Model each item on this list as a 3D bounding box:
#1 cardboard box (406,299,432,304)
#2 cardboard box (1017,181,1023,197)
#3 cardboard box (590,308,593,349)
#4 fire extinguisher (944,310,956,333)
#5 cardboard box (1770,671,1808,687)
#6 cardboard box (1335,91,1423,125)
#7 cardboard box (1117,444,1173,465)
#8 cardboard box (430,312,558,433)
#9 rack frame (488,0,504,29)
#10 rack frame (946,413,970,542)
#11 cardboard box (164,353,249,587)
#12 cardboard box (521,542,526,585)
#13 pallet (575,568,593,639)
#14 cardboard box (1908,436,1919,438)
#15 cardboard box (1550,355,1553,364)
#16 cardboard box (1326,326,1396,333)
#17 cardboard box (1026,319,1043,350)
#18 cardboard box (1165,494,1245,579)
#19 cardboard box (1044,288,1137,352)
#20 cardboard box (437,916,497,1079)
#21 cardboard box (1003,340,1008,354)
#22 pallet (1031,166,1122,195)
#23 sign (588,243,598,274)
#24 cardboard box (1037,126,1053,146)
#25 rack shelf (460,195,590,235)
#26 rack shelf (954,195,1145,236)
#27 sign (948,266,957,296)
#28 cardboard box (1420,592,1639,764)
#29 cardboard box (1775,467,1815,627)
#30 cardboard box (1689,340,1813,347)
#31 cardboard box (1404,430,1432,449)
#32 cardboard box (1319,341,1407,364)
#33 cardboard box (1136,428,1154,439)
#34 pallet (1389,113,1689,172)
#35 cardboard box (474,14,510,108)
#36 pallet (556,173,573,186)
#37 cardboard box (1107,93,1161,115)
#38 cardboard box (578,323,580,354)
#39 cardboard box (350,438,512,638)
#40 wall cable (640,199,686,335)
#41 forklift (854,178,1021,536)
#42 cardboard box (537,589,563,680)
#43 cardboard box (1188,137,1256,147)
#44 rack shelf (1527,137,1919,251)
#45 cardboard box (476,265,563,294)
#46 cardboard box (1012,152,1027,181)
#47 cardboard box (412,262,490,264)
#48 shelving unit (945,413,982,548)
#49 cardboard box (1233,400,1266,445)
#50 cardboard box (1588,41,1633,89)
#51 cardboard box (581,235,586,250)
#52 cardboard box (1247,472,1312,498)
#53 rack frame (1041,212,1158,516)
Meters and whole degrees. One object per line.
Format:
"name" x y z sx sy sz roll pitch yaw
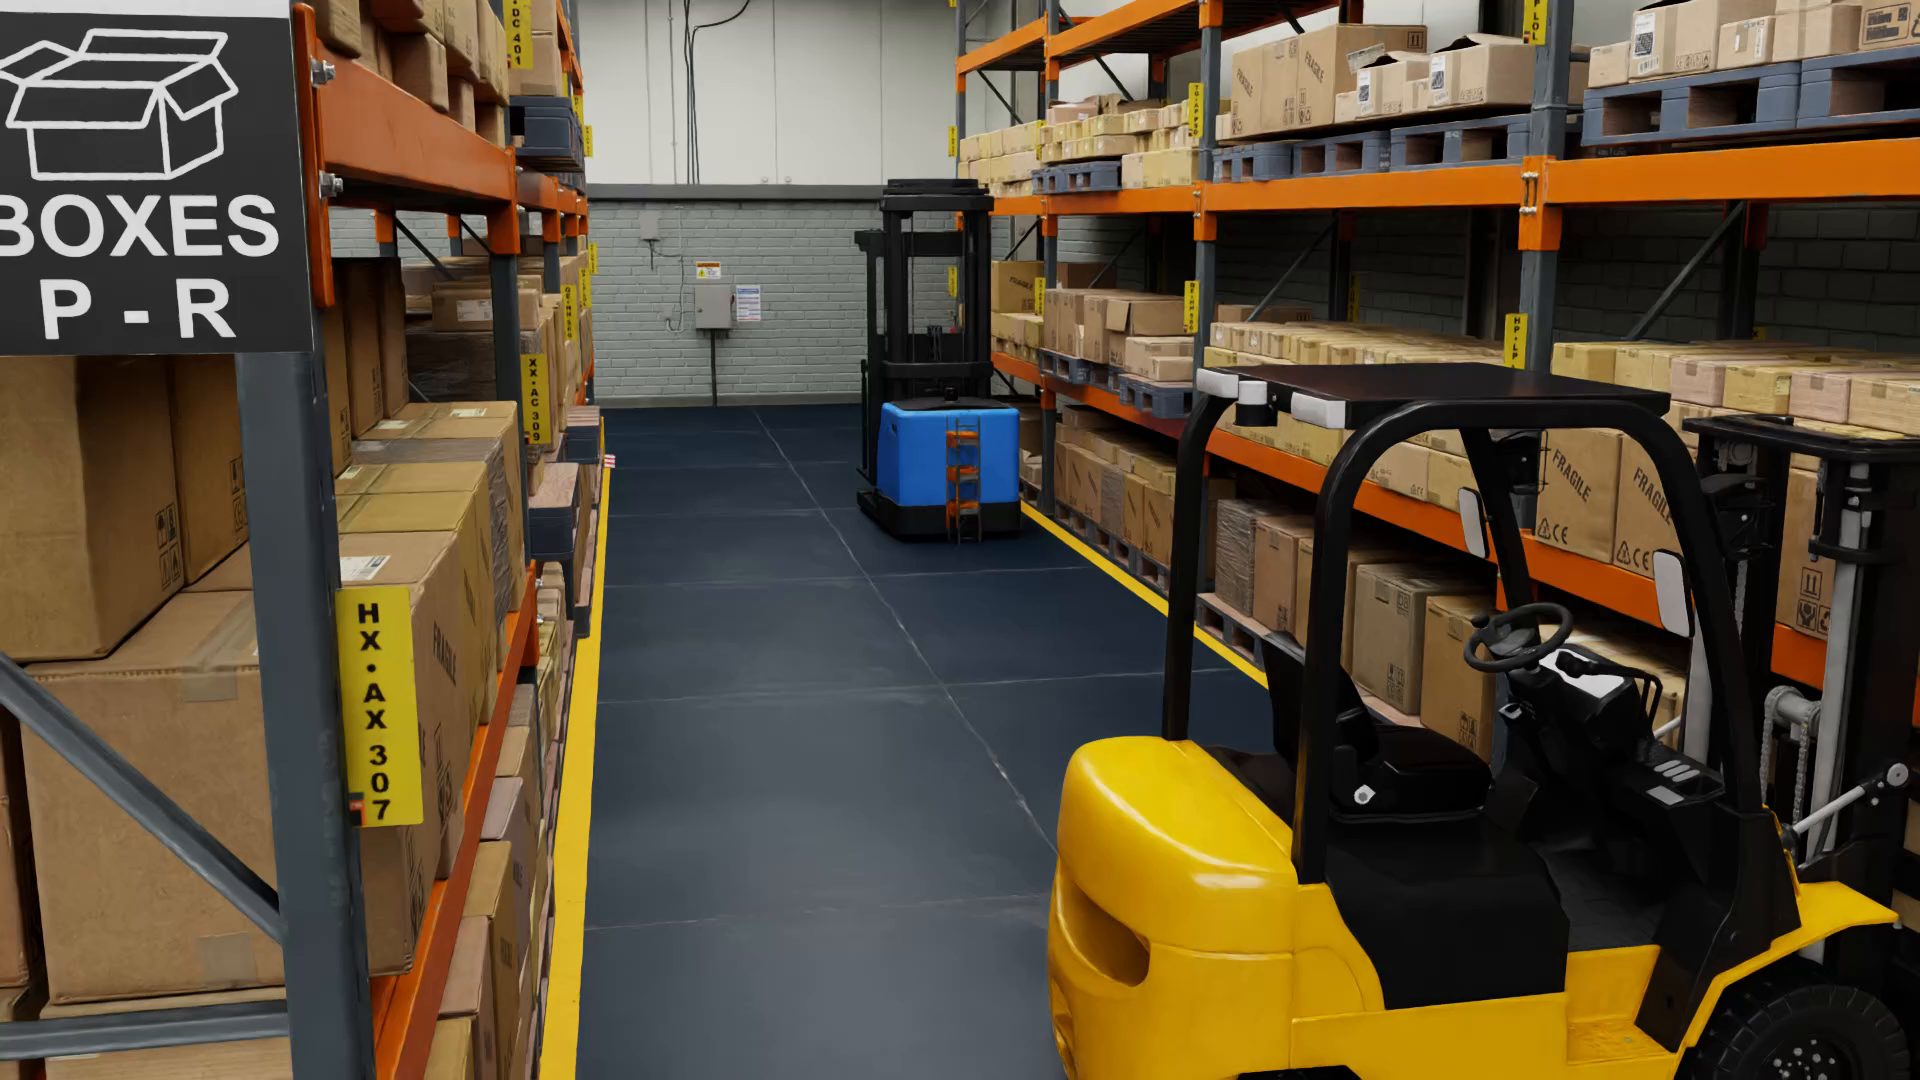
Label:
"cardboard box" -2.889 -1.016 8.825 0.500 0.500 0.500 -2 11 -8
"cardboard box" 0.742 -3.260 15.454 0.380 0.149 0.250 -2 11 -11
"cardboard box" -4.060 -2.238 17.165 0.500 0.500 0.500 -2 11 -11
"fire extinguisher" -0.027 -2.238 18.636 0.296 0.674 0.183 -2 11 -11
"cardboard box" 3.188 0.581 6.179 0.500 0.250 0.500 -2 11 -12
"cardboard box" 2.127 -2.186 8.416 0.380 0.149 0.250 -2 11 -12
"cardboard box" 1.438 -0.651 12.923 0.380 0.149 0.250 -2 11 -11
"cardboard box" -2.070 -0.748 7.417 0.500 0.500 0.500 -2 11 -11
"rack frame" -2.079 -3.014 5.464 1.000 3.000 0.127 -2 11 -11
"rack frame" -0.016 -0.506 13.536 0.200 1.050 0.008 -5 12 -20
"cardboard box" -1.706 -0.198 2.980 0.700 0.500 0.500 -2 11 -10
"cardboard box" -1.718 0.104 5.797 0.380 0.149 0.250 -2 11 -12
"pallet" -2.937 0.422 10.915 1.003 0.211 1.213 -2 11 -11
"cardboard box" 2.991 -0.219 4.823 0.380 0.149 0.250 -2 11 -11
"cardboard box" 2.882 -0.785 7.796 0.380 0.149 0.250 -2 11 -11
"cardboard box" 2.424 -1.203 9.995 0.380 0.149 0.250 -2 11 -11
"cardboard box" 0.895 -1.872 15.116 0.500 0.250 0.500 -2 11 -10
"cardboard box" 1.718 -0.030 11.393 0.500 0.500 0.500 -2 11 -9
"cardboard box" 1.108 -1.874 14.129 0.700 0.500 0.500 -2 11 -10
"cardboard box" -1.298 1.185 3.675 0.500 0.500 0.500 -3 11 -13
"cardboard box" 0.640 -1.925 16.459 0.380 0.149 0.250 -2 11 -11
"pallet" 1.291 -2.974 13.781 1.213 0.211 1.003 -2 11 -11
"sign" -3.878 -2.970 17.548 0.100 0.325 0.005 -2 11 -11
"cardboard box" 0.861 -3.396 13.981 0.380 0.149 0.250 -2 11 -9
"rack shelf" -4.024 -3.021 15.448 1.077 0.370 4.000 -2 11 -11
"rack shelf" 0.844 -3.202 16.400 1.077 0.370 4.000 -2 11 -11
"sign" -0.077 -2.854 18.356 0.100 0.325 0.005 -2 11 -11
"cardboard box" 2.676 0.617 7.661 0.875 0.625 0.625 -2 11 -8
"cardboard box" 2.836 -0.019 5.504 0.500 0.500 0.500 -2 11 -12
"cardboard box" 3.147 -0.714 6.630 0.380 0.149 0.250 -2 11 -11
"cardboard box" 2.335 -0.595 7.863 0.500 0.250 0.500 -2 11 -12
"cardboard box" 2.099 -0.949 8.660 0.380 0.149 0.250 -2 11 -13
"cardboard box" 1.699 -0.863 14.035 0.380 0.149 0.250 -2 11 -10
"pallet" 2.605 -1.789 7.562 0.805 0.209 1.217 -3 11 -13
"cardboard box" -1.729 -1.541 5.355 0.500 0.250 0.500 -2 11 -12
"pallet" -3.035 -2.297 10.227 1.213 0.211 1.003 -2 11 -8
"cardboard box" 1.444 -3.570 13.784 0.396 0.266 0.258 -2 11 -11
"cardboard box" -3.207 -1.543 12.843 0.500 0.250 0.500 -2 11 -10
"cardboard box" -1.537 0.000 4.614 0.500 0.500 0.500 -2 11 -9
"wall cable" -4.144 -3.854 23.205 0.588 1.984 0.122 -2 11 -11
"forklift" -0.325 -1.703 14.807 1.130 2.935 3.031 -2 11 -13
"cardboard box" -2.606 0.523 8.830 0.950 0.372 0.625 -2 11 -12
"cardboard box" 1.706 -2.634 10.824 0.380 0.149 0.250 -2 11 -10
"rack shelf" 3.178 -1.001 4.837 1.077 0.370 4.000 -2 11 -11
"cardboard box" -2.713 -1.440 10.299 0.500 0.500 0.500 -2 11 -13
"cardboard box" 0.782 -3.436 15.308 0.500 0.250 0.500 -3 11 -13
"cardboard box" -3.412 -1.611 11.198 0.500 0.500 0.500 -2 11 -11
"shelving unit" 0.028 -0.484 13.424 0.215 1.050 0.252 -5 12 -20
"cardboard box" 1.950 -0.725 9.886 0.500 0.250 0.500 -2 11 -12
"cardboard box" 2.578 -1.760 6.181 0.380 0.149 0.250 -2 11 -10
"cardboard box" -3.941 -2.978 16.645 0.380 0.149 0.250 -2 11 -12
"cardboard box" 2.215 -0.386 11.528 0.380 0.149 0.250 -2 11 -8
"rack frame" 1.233 -1.715 14.686 1.000 3.000 0.127 -2 11 -11
